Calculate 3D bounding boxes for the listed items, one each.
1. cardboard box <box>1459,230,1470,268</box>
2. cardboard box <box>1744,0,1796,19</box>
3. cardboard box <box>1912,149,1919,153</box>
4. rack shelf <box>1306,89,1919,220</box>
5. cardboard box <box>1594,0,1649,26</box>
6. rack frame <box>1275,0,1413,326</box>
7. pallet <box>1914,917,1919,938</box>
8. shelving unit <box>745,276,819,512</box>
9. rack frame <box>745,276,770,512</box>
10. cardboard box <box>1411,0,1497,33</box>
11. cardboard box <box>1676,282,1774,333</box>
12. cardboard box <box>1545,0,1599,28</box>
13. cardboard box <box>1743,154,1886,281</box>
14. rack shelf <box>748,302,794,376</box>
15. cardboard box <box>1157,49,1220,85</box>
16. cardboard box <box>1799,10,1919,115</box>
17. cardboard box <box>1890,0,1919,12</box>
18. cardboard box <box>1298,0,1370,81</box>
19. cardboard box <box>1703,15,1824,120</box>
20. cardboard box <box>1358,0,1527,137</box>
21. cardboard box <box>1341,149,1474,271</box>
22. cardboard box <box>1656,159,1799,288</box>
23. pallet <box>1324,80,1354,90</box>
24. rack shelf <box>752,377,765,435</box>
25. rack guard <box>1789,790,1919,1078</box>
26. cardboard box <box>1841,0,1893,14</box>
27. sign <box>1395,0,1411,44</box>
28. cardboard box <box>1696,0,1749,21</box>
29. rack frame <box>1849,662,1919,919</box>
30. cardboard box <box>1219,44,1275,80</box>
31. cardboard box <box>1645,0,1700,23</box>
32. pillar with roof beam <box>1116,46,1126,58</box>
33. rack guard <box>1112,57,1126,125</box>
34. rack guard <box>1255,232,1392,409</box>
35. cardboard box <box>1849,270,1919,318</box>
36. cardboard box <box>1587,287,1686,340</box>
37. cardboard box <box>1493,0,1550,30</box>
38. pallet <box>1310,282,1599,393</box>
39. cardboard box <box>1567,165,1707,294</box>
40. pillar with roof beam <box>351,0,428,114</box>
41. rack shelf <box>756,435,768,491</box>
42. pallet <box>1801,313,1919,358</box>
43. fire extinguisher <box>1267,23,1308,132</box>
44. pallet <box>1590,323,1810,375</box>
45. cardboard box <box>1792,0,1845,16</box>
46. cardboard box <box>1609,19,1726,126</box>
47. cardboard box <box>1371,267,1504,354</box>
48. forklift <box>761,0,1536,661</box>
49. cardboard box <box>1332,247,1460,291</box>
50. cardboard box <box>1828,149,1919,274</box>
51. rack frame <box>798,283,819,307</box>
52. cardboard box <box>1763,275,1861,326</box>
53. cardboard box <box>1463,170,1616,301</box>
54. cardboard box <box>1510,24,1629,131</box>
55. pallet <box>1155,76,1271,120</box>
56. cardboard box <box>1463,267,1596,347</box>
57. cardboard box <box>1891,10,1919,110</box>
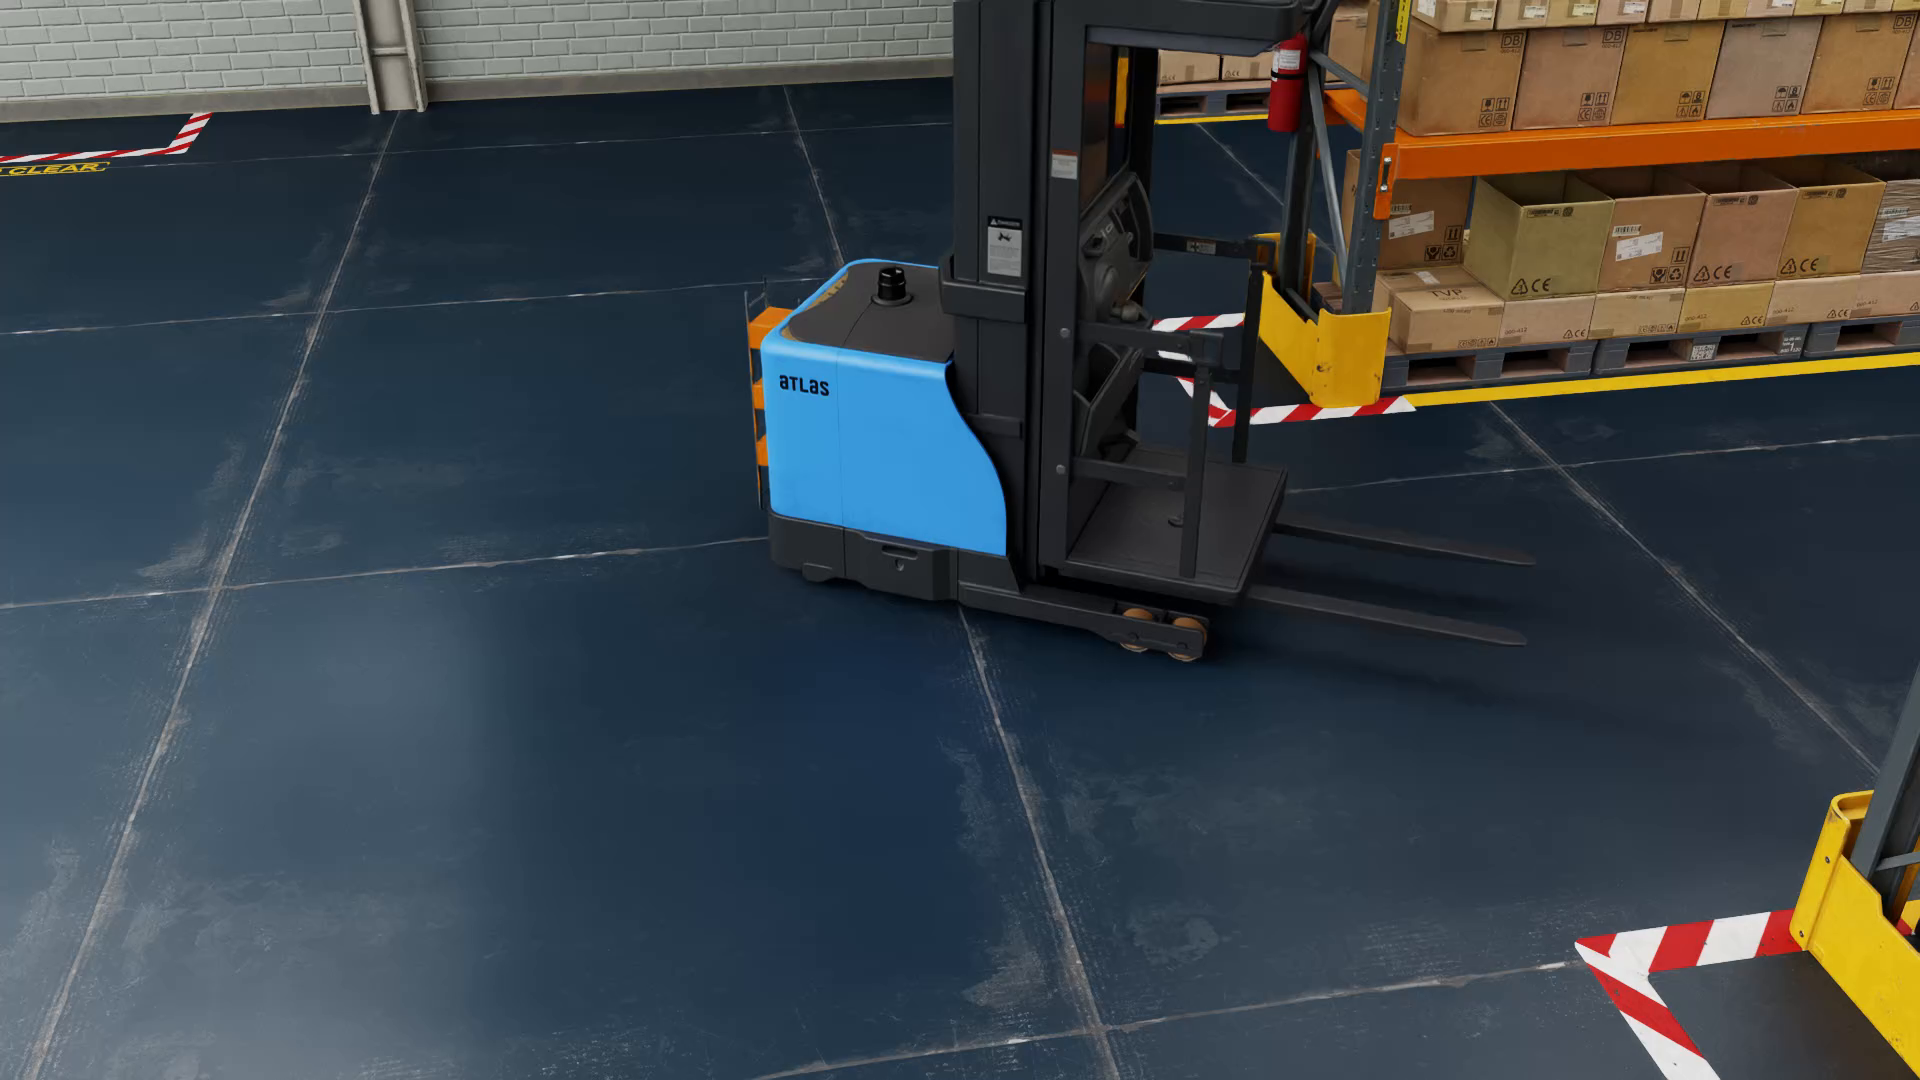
[{"bbox_3d":[2.855,-1.503,9.144,0.500,0.250,0.500,-5,31,-9],"label":"cardboard box"},{"bbox_3d":[3.828,-2.650,8.059,0.250,0.149,0.380,-5,31,-8],"label":"cardboard box"},{"bbox_3d":[5.313,-2.057,9.347,0.500,0.500,0.500,-5,31,-9],"label":"cardboard box"},{"bbox_3d":[3.858,-2.131,8.625,4.000,0.370,1.077,-5,31,-9],"label":"rack shelf"},{"bbox_3d":[3.069,-2.580,7.939,0.250,0.149,0.380,-6,31,-10],"label":"cardboard box"},{"bbox_3d":[1.891,-2.259,8.132,0.127,3.000,1.000,-5,31,-9],"label":"rack frame"},{"bbox_3d":[3.645,1.311,4.812,1.213,0.211,1.003,-5,31,-9],"label":"pallet"},{"bbox_3d":[-0.747,-0.608,7.248,0.252,1.050,0.215,10,32,17],"label":"shelving unit"},{"bbox_3d":[-0.862,-0.629,7.283,0.008,1.050,0.200,10,32,17],"label":"rack frame"},{"bbox_3d":[2.315,-2.510,7.821,0.250,0.149,0.380,-6,31,-9],"label":"cardboard box"},{"bbox_3d":[3.934,-1.329,8.849,0.500,0.250,0.500,-5,31,-9],"label":"cardboard box"},{"bbox_3d":[2.820,-2.558,7.902,0.250,0.149,0.380,-5,31,-9],"label":"cardboard box"},{"bbox_3d":[4.423,-1.704,8.748,0.500,0.500,0.500,-5,31,-9],"label":"cardboard box"},{"bbox_3d":[-0.747,-0.843,7.109,0.240,0.259,0.215,10,32,17],"label":"rack shelf"},{"bbox_3d":[1.691,-3.777,12.933,0.500,0.311,0.500,-9,32,-15],"label":"cardboard box"},{"bbox_3d":[4.378,-2.528,8.492,0.500,0.500,0.700,-5,31,-8],"label":"cardboard box"},{"bbox_3d":[4.595,-2.723,8.183,0.250,0.149,0.380,-5,31,-9],"label":"cardboard box"},{"bbox_3d":[2.983,-3.953,13.045,0.500,0.500,0.700,-7,31,-12],"label":"cardboard box"},{"bbox_3d":[3.874,-2.481,8.411,0.500,0.500,0.700,-4,31,-7],"label":"cardboard box"},{"bbox_3d":[2.352,-2.338,8.169,0.500,0.500,0.700,-5,31,-9],"label":"cardboard box"},{"bbox_3d":[2.365,-1.775,8.868,0.500,0.500,0.500,-5,31,-9],"label":"cardboard box"},{"bbox_3d":[3.934,-1.652,8.658,0.500,0.500,0.500,-5,31,-9],"label":"cardboard box"},{"bbox_3d":[3.072,-3.700,13.333,1.213,0.211,1.003,-5,31,-9],"label":"pallet"},{"bbox_3d":[-0.747,-0.599,7.253,0.240,0.259,0.215,10,32,17],"label":"rack shelf"},{"bbox_3d":[2.845,1.258,4.617,0.348,0.500,1.175,-5,31,-9],"label":"rack guard"},{"bbox_3d":[4.347,-2.700,8.144,0.250,0.149,0.380,-4,31,-7],"label":"cardboard box"},{"bbox_3d":[1.985,-2.389,7.421,0.005,0.325,0.100,-5,31,-9],"label":"sign"},{"bbox_3d":[3.582,-2.629,8.023,0.250,0.149,0.380,-6,31,-10],"label":"cardboard box"},{"bbox_3d":[2.779,0.211,3.932,0.127,3.000,1.000,-5,31,-9],"label":"rack frame"},{"bbox_3d":[2.252,-3.829,13.022,0.500,0.311,0.500,-3,31,-5],"label":"cardboard box"},{"bbox_3d":[3.331,-2.605,7.983,0.250,0.149,0.380,-6,31,-11],"label":"cardboard box"},{"bbox_3d":[2.303,-5.663,8.003,0.400,9.000,9.100,-5,31,-9],"label":"pillar with roof beam"},{"bbox_3d":[1.069,-3.658,12.978,0.348,0.500,1.175,-5,31,-9],"label":"rack guard"},{"bbox_3d":[1.867,-1.179,8.762,0.348,0.500,1.175,-5,31,-9],"label":"rack guard"},{"bbox_3d":[4.915,-1.428,9.017,0.500,0.250,0.500,-5,31,-9],"label":"cardboard box"},{"bbox_3d":[3.441,-1.286,8.776,0.500,0.250,0.500,-5,31,-9],"label":"cardboard box"},{"bbox_3d":[2.575,-2.536,7.864,0.250,0.149,0.380,-6,31,-10],"label":"cardboard box"},{"bbox_3d":[2.635,-1.148,8.993,1.213,0.211,1.003,-5,31,-9],"label":"pallet"},{"bbox_3d":[3.439,-1.615,8.595,0.500,0.500,0.500,-5,31,-9],"label":"cardboard box"},{"bbox_3d":[-3.599,-5.115,7.072,0.400,9.000,9.100,-5,31,-9],"label":"pillar with roof beam"},{"bbox_3d":[-0.747,-0.359,7.394,0.240,0.259,0.215,10,32,17],"label":"rack shelf"},{"bbox_3d":[5.035,-1.370,9.372,1.213,0.211,1.003,-5,31,-9],"label":"pallet"},{"bbox_3d":[1.691,-2.446,8.528,0.183,0.674,0.296,-5,31,-9],"label":"fire extinguisher"},{"bbox_3d":[3.833,-1.257,9.180,1.213,0.211,1.003,-5,31,-9],"label":"pallet"},{"bbox_3d":[4.086,-2.674,8.100,0.250,0.149,0.380,-4,31,-7],"label":"cardboard box"},{"bbox_3d":[3.357,-2.431,8.326,0.500,0.500,0.700,-5,31,-9],"label":"cardboard box"},{"bbox_3d":[2.458,-1.193,8.618,0.500,0.250,0.500,-5,31,-9],"label":"cardboard box"},{"bbox_3d":[0.777,-1.098,6.225,3.031,2.935,1.130,10,32,17],"label":"forklift"},{"bbox_3d":[2.365,-1.451,9.057,0.500,0.250,0.500,-5,31,-9],"label":"cardboard box"},{"bbox_3d":[4.914,-1.752,8.829,0.500,0.500,0.500,-5,31,-9],"label":"cardboard box"},{"bbox_3d":[-0.632,-0.587,7.213,0.008,1.050,0.200,10,32,17],"label":"rack frame"},{"bbox_3d":[4.426,-1.375,8.927,0.500,0.250,0.500,-5,31,-9],"label":"cardboard box"},{"bbox_3d":[2.950,-1.563,8.507,0.500,0.500,0.500,-5,31,-9],"label":"cardboard box"},{"bbox_3d":[2.868,-2.389,8.254,0.500,0.500,0.700,-5,31,-8],"label":"cardboard box"},{"bbox_3d":[1.875,-3.590,13.147,1.213,0.211,1.003,-5,31,-9],"label":"pallet"},{"bbox_3d":[2.949,-1.240,8.698,0.500,0.250,0.500,-5,31,-9],"label":"cardboard box"},{"bbox_3d":[4.872,-2.572,8.566,0.500,0.500,0.700,-6,31,-9],"label":"cardboard box"}]
